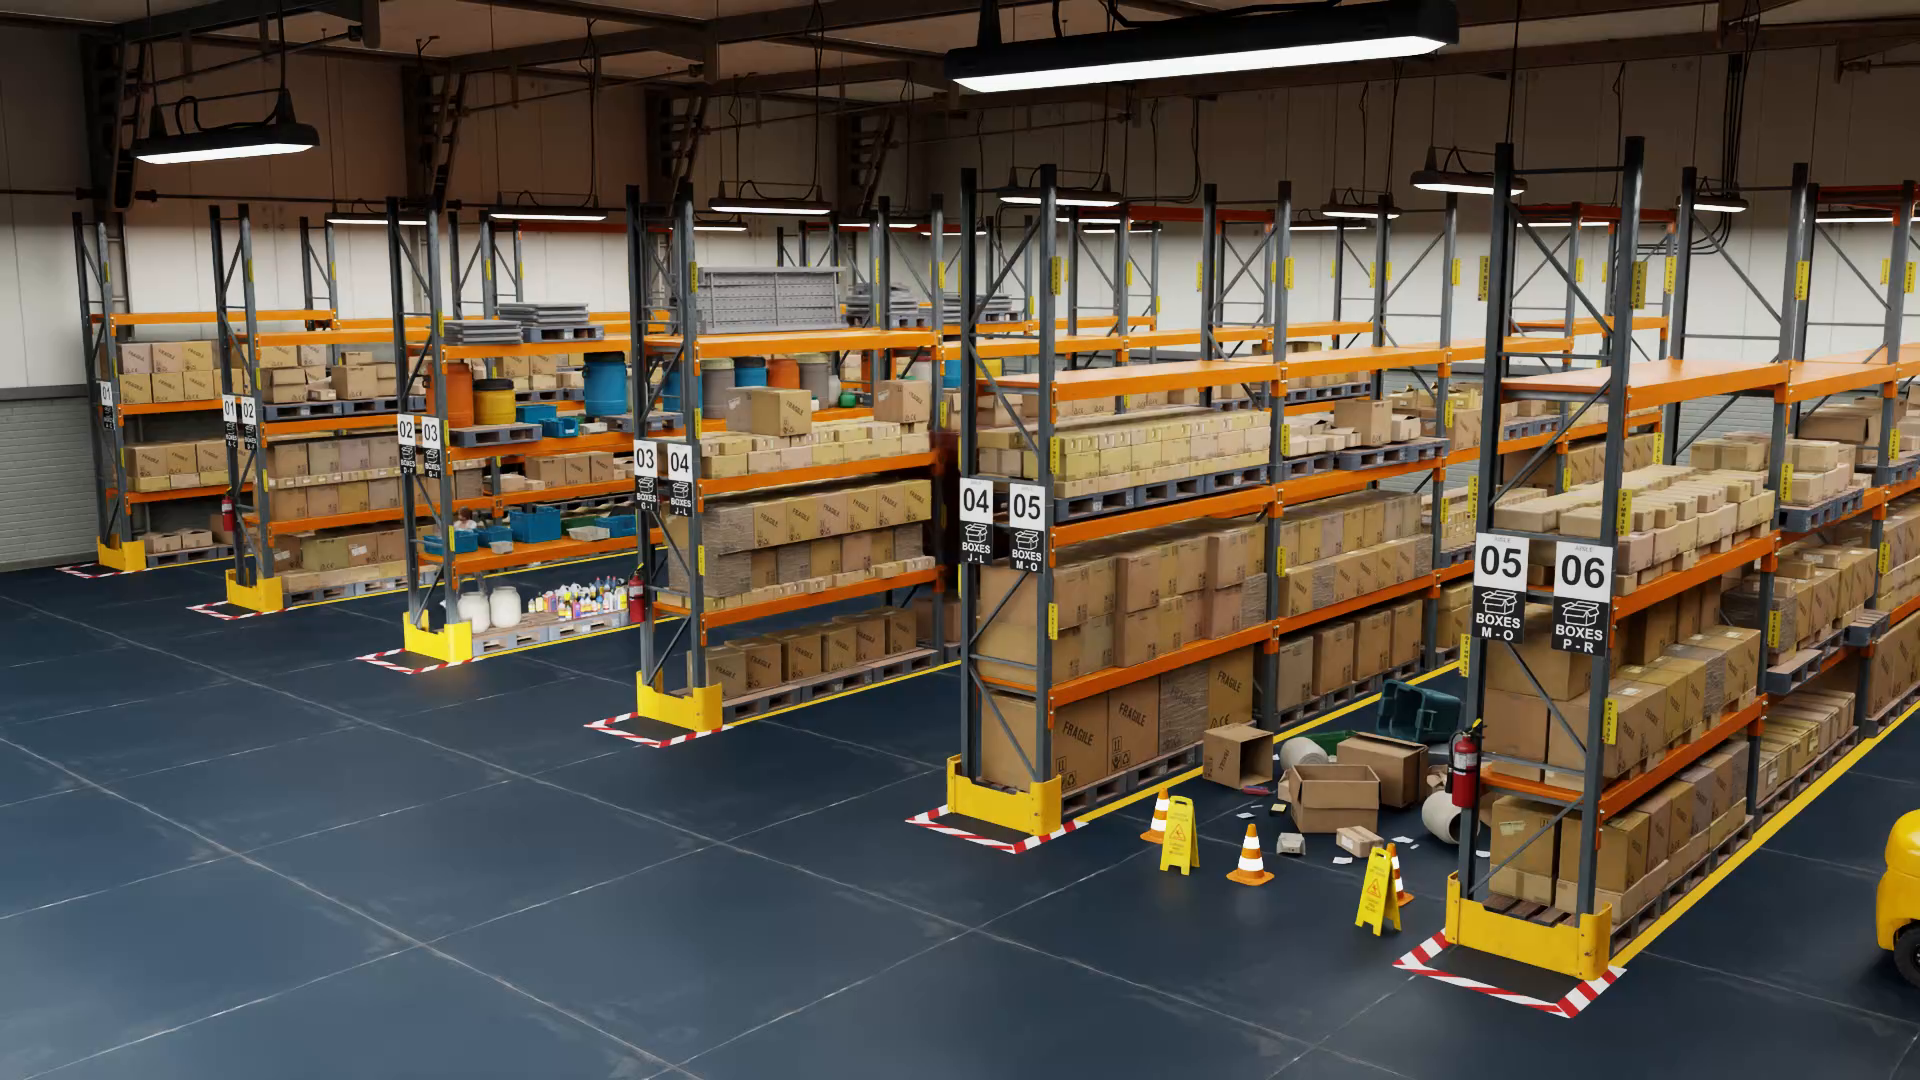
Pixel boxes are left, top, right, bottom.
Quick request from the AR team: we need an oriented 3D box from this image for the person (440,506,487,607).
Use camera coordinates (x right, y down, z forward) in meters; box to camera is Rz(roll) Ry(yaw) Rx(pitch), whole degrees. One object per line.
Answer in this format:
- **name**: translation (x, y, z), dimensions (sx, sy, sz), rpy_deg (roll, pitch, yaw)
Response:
- **person**: translation (-7.453, 0.244, 25.024), dimensions (0.430, 1.533, 1.021), rpy_deg (1, 10, 9)
